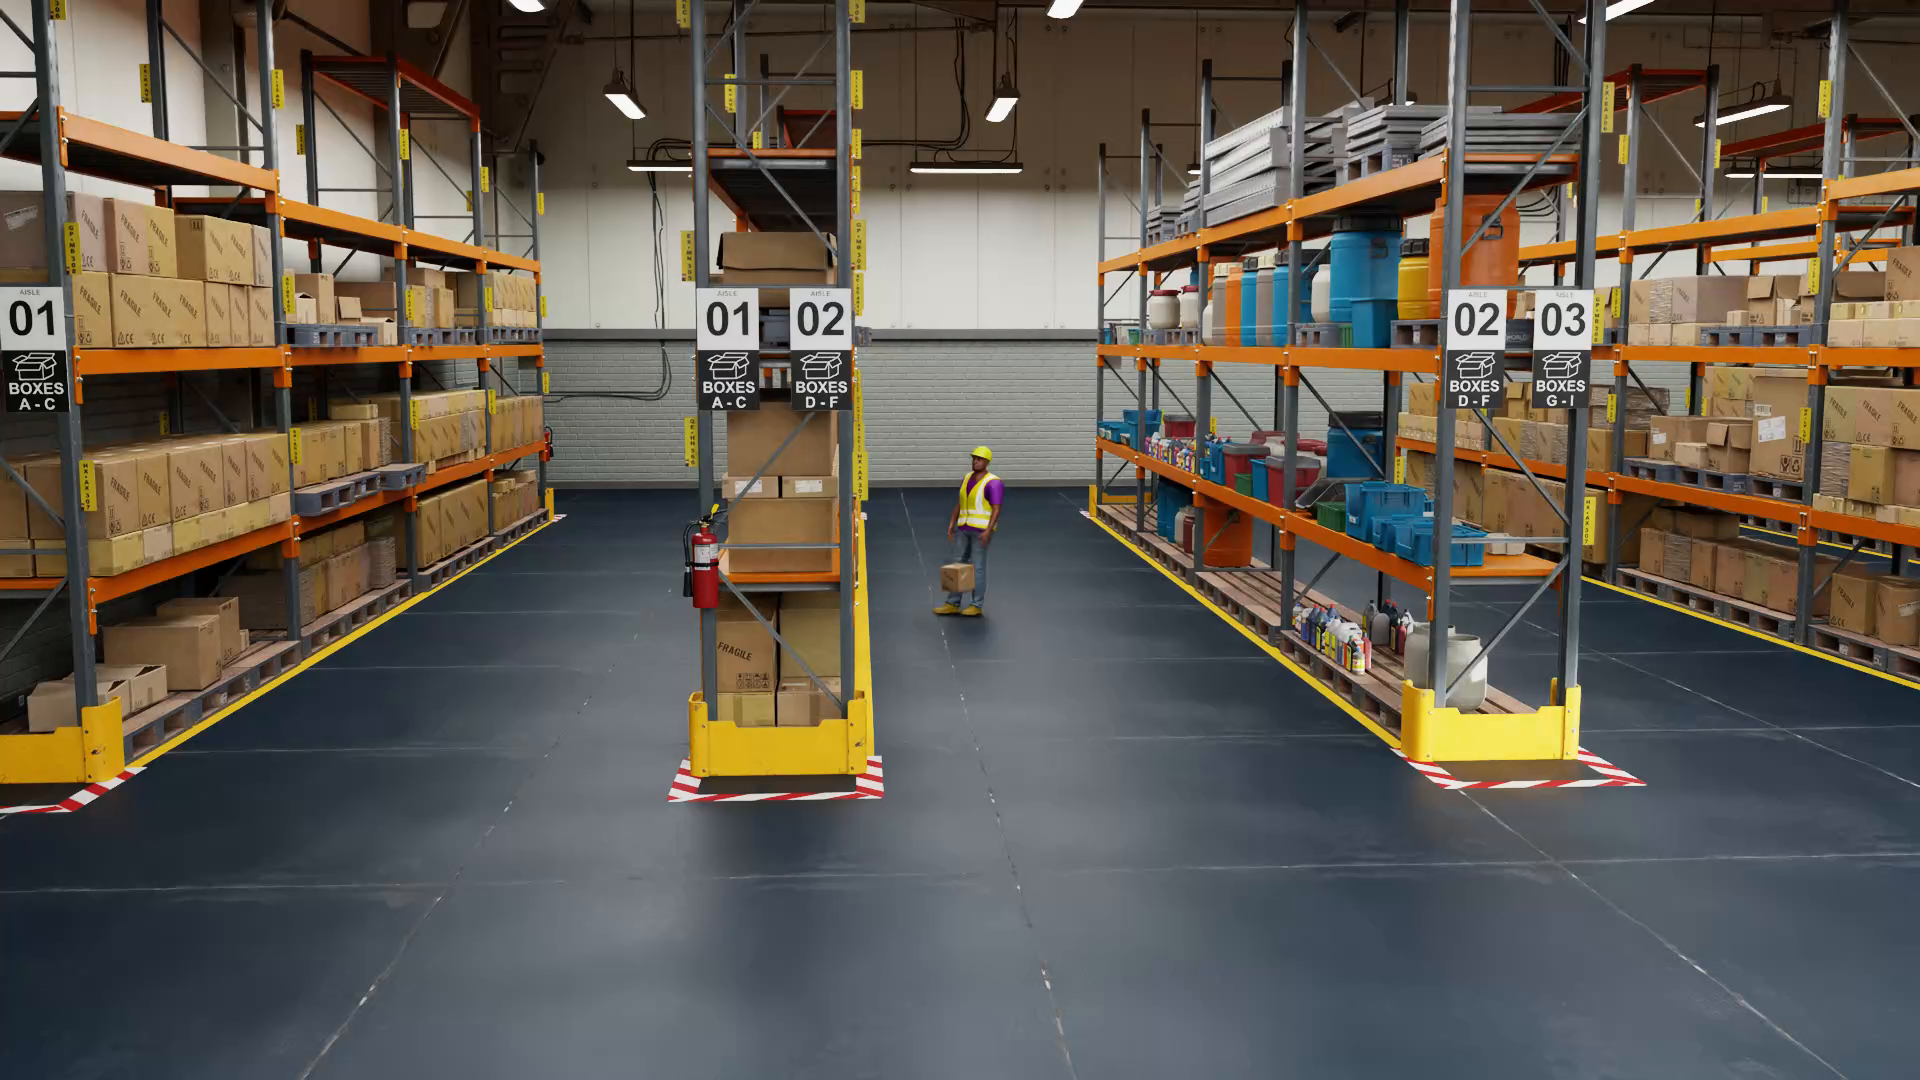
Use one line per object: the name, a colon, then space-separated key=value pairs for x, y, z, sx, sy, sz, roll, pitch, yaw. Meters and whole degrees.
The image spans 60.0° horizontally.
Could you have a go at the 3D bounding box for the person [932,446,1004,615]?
person: x=0.102 y=-0.097 z=17.374 sx=0.657 sy=1.765 sz=0.577 roll=7 pitch=9 yaw=44
